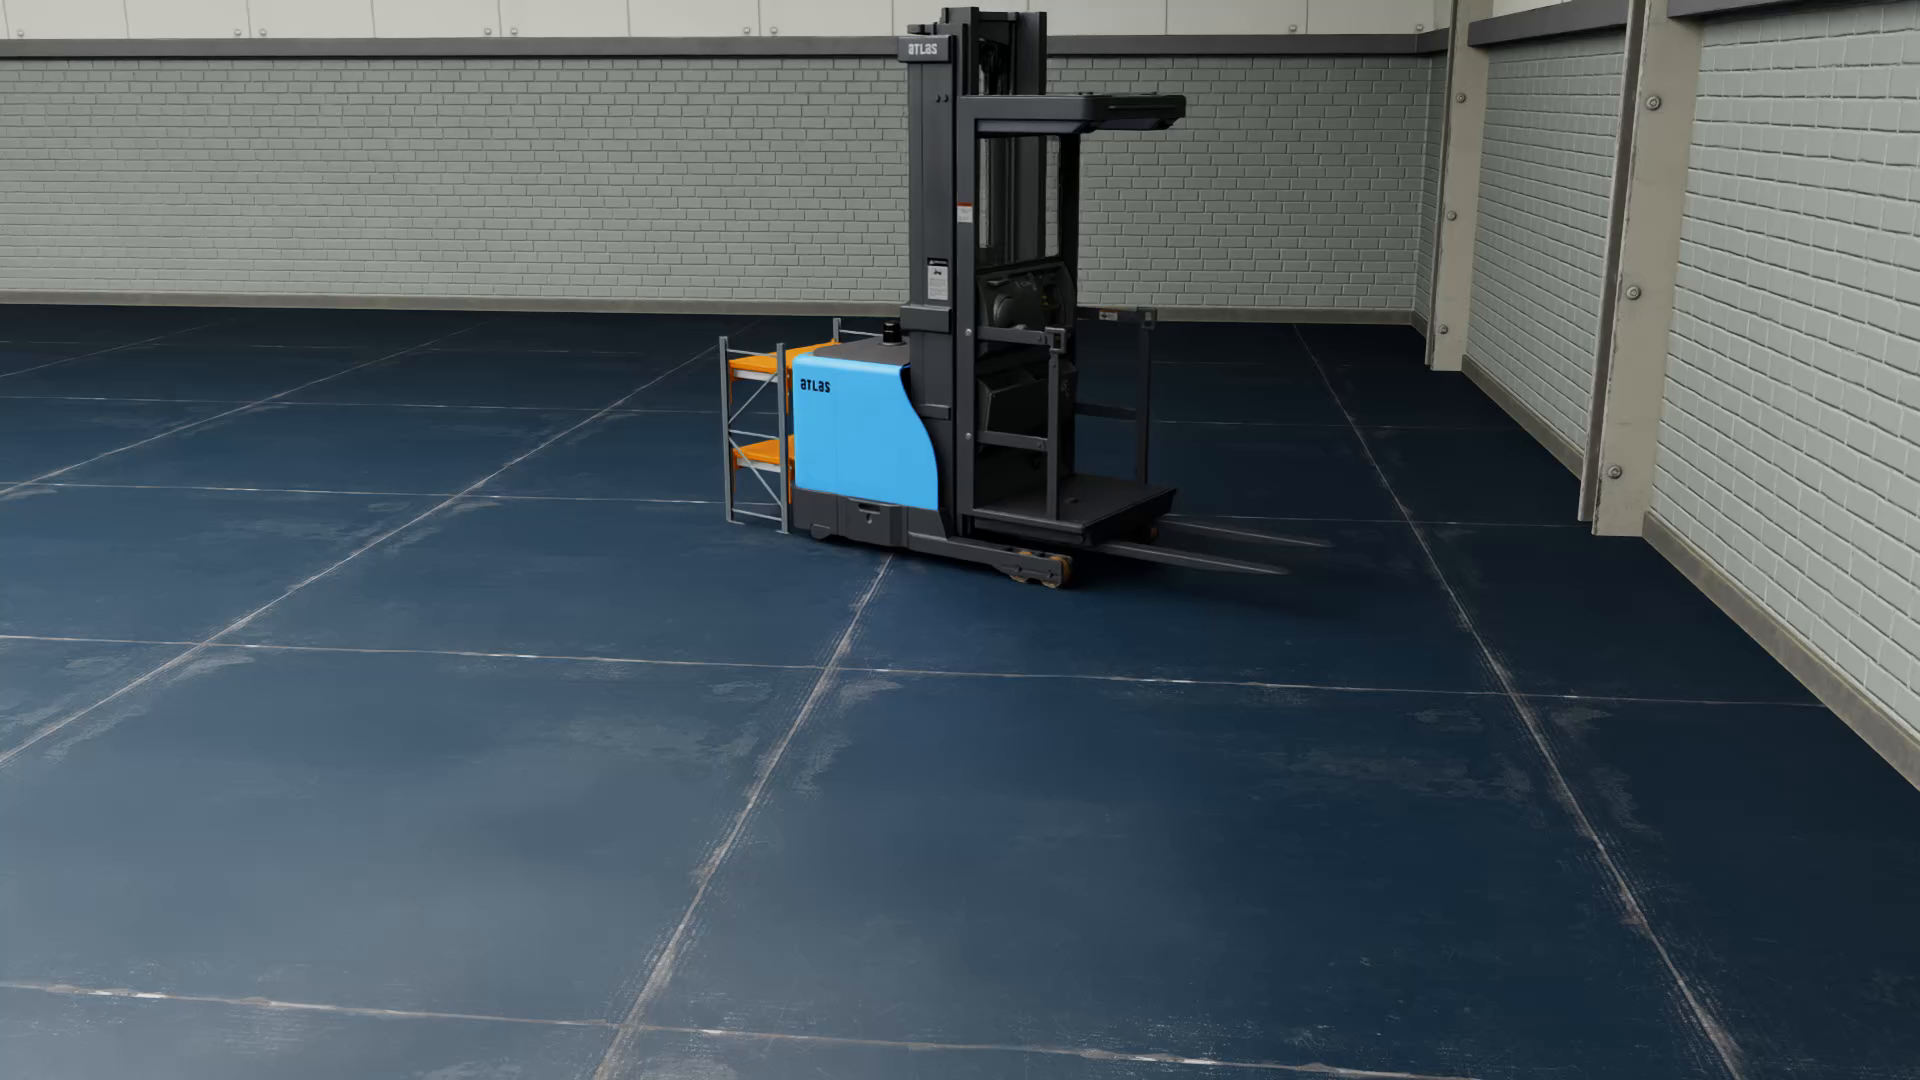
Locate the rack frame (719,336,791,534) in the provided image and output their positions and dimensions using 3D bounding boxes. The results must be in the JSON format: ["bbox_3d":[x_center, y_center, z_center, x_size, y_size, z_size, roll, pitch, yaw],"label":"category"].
[{"bbox_3d":[-1.207,-0.618,9.793,0.500,1.125,0.032,11,19,35],"label":"rack frame"}]

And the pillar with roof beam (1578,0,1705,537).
[{"bbox_3d":[-0.379,-4.546,9.236,9.100,9.000,0.400,2,15,6],"label":"pillar with roof beam"}]

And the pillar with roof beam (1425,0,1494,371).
[{"bbox_3d":[0.298,-6.103,14.991,9.100,9.000,0.400,2,15,6],"label":"pillar with roof beam"}]

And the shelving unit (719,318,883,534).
[{"bbox_3d":[-0.902,-0.724,10.185,0.538,1.125,1.048,11,19,35],"label":"shelving unit"}]

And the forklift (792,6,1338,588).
[{"bbox_3d":[0.538,-1.321,8.933,3.031,2.935,1.130,10,18,32],"label":"forklift"}]

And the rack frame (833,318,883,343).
[{"bbox_3d":[-0.597,-0.830,10.578,0.500,1.125,0.032,11,19,35],"label":"rack frame"}]

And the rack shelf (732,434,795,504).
[{"bbox_3d":[-0.902,-0.488,10.249,0.538,0.278,1.000,11,19,35],"label":"rack shelf"}]

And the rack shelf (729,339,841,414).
[{"bbox_3d":[-0.902,-1.007,10.109,0.538,0.278,1.000,11,19,35],"label":"rack shelf"}]
